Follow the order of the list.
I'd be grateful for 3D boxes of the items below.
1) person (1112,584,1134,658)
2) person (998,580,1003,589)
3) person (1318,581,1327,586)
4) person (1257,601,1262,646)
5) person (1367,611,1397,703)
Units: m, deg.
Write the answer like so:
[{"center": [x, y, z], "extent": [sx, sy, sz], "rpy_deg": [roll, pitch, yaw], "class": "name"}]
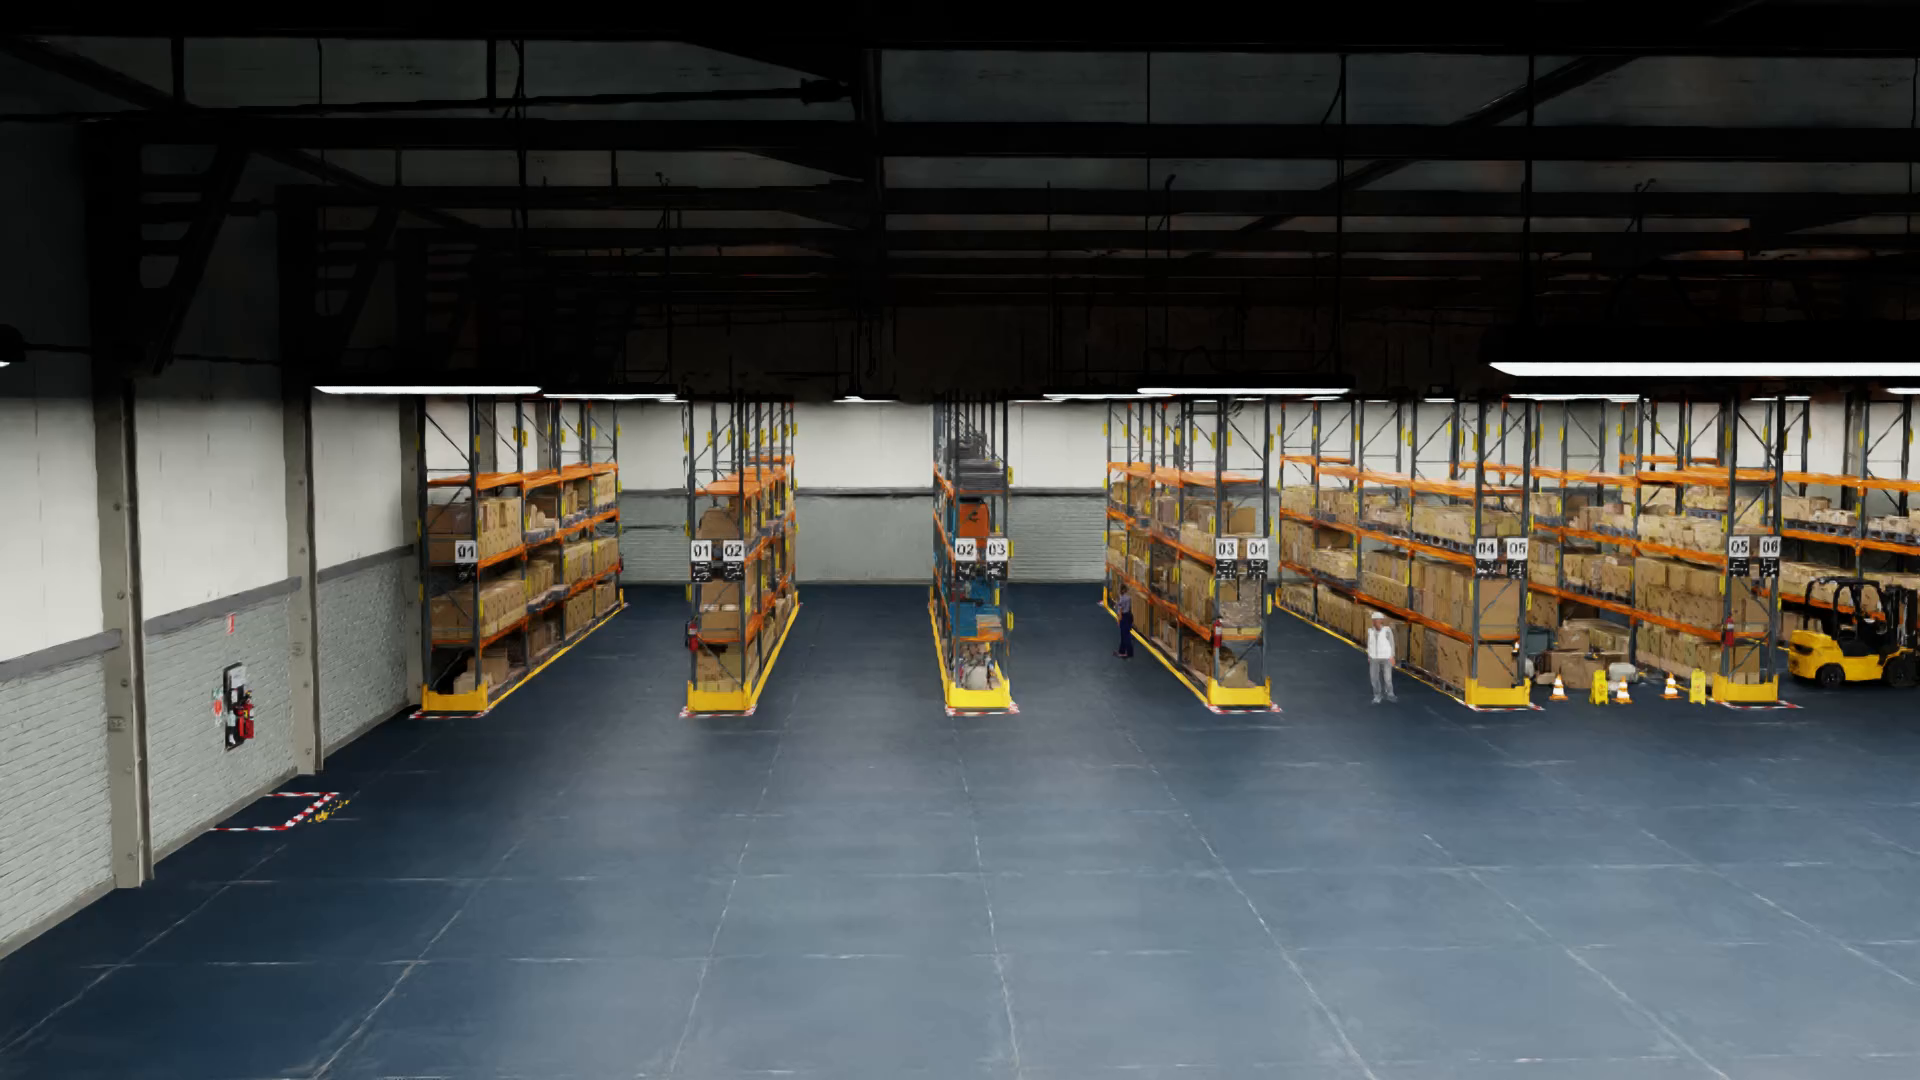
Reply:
[{"center": [3.702, 1.820, 37.733], "extent": [0.565, 1.630, 0.611], "rpy_deg": [2, 5, 22], "class": "person"}, {"center": [1.169, 0.690, 51.483], "extent": [0.456, 1.654, 0.626], "rpy_deg": [3, 6, 32], "class": "person"}, {"center": [11.085, 0.696, 51.499], "extent": [0.533, 1.671, 0.508], "rpy_deg": [3, 6, 35], "class": "person"}, {"center": [6.935, 1.644, 39.556], "extent": [0.542, 1.675, 1.126], "rpy_deg": [0, 5, 0], "class": "person"}, {"center": [8.118, 2.239, 32.006], "extent": [0.579, 1.760, 0.566], "rpy_deg": [3, 6, 34], "class": "person"}]
